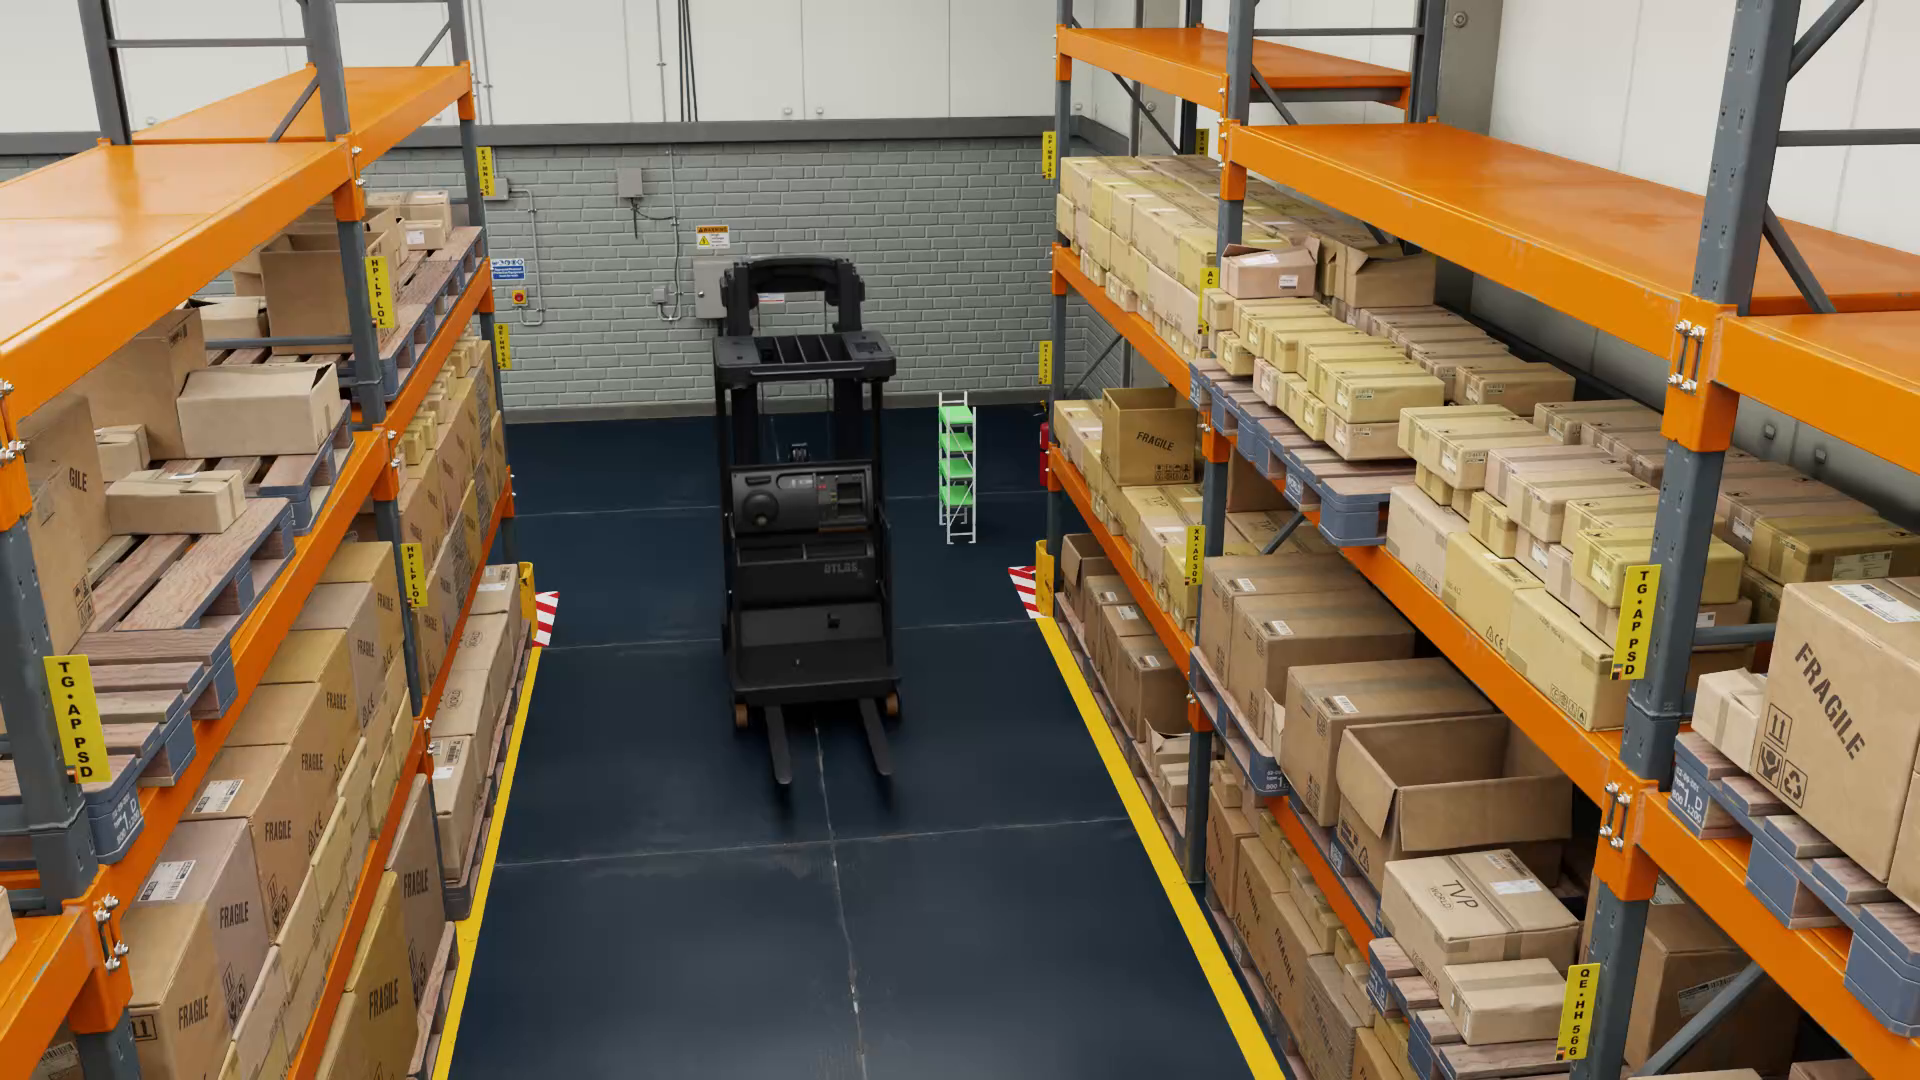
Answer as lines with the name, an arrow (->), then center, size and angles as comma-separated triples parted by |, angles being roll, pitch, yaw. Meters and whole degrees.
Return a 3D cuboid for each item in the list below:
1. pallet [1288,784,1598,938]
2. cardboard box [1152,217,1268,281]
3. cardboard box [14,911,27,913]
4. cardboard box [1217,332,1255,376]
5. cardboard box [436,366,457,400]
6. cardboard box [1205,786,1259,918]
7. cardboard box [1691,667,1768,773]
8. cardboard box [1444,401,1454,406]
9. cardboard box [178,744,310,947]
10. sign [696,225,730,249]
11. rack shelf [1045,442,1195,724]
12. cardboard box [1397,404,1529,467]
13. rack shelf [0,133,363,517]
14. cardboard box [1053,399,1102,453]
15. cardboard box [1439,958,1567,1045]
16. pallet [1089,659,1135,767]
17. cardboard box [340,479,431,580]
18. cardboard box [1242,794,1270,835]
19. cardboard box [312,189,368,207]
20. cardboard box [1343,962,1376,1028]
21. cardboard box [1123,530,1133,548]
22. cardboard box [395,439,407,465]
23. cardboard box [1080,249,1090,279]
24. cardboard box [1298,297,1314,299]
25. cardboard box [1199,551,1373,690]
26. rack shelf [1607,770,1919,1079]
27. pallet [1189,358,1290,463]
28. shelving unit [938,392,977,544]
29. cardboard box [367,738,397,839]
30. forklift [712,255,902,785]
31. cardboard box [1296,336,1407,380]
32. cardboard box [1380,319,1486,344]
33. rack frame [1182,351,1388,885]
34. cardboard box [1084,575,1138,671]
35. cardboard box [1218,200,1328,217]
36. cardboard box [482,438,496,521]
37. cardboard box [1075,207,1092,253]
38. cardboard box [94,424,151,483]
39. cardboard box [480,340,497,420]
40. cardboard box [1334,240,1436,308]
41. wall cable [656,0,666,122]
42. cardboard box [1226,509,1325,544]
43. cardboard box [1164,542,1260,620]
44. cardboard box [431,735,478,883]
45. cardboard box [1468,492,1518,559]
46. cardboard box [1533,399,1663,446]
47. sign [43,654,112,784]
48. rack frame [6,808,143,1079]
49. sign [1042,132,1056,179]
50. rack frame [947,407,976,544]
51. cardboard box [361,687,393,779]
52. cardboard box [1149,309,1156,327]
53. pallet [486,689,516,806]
pallet -> 2.039, 1.257, 6.912 | 1.003, 0.211, 1.213 | -3, 21, -8
cardboard box -> 1.354, -1.591, 9.051 | 0.500, 0.250, 0.500 | -3, 21, -9
cardboard box -> -3.003, 1.234, 5.129 | 0.500, 0.500, 0.500 | -3, 21, -7
cardboard box -> 1.400, -0.861, 7.637 | 0.380, 0.149, 0.250 | -3, 21, -7
cardboard box -> -3.253, -0.944, 10.032 | 0.380, 0.149, 0.250 | -2, 21, -6
cardboard box -> 1.594, 1.608, 8.670 | 0.500, 0.500, 0.500 | -2, 21, -5
cardboard box -> 2.074, 0.437, 4.137 | 0.380, 0.166, 0.250 | -3, 21, -8
cardboard box -> 2.136, -0.529, 6.750 | 0.380, 0.149, 0.250 | -3, 21, -8
cardboard box -> -2.557, 1.042, 5.641 | 0.500, 0.500, 0.500 | -2, 21, -6
sign -> -2.562, -3.140, 17.231 | 0.339, 0.242, 0.001 | -3, 21, -8
rack shelf -> 1.459, 0.100, 10.764 | 1.077, 0.370, 4.000 | -3, 21, -8
cardboard box -> 1.794, -0.374, 5.938 | 0.380, 0.149, 0.250 | -3, 21, -8
rack shelf -> -2.876, -0.887, 5.403 | 1.077, 0.370, 4.000 | -3, 21, -8
cardboard box -> 0.969, -0.828, 12.010 | 0.500, 0.250, 0.500 | -3, 21, -7
cardboard box -> 1.849, 1.553, 5.604 | 0.380, 0.149, 0.250 | -3, 21, -7
pallet -> 1.470, 1.100, 11.043 | 1.003, 0.211, 1.213 | -3, 21, -8
cardboard box -> -2.993, 0.015, 8.392 | 0.500, 0.500, 0.500 | -3, 21, -7
cardboard box -> 1.652, 1.355, 8.420 | 0.380, 0.149, 0.250 | -3, 21, -9
cardboard box -> -3.599, -1.668, 9.296 | 0.500, 0.500, 0.500 | -3, 21, -7
cardboard box -> 1.839, 1.892, 6.983 | 0.380, 0.149, 0.250 | -4, 21, -10
cardboard box -> 1.246, -0.060, 10.523 | 0.380, 0.149, 0.250 | -3, 21, -8
cardboard box -> -3.084, -0.409, 8.599 | 0.380, 0.149, 0.250 | -3, 21, -8
cardboard box -> 1.004, -1.825, 10.960 | 0.380, 0.149, 0.250 | -2, 21, -7
cardboard box -> 1.956, -1.209, 8.741 | 0.500, 0.250, 0.500 | -3, 21, -9
cardboard box -> 1.596, 0.390, 8.215 | 0.700, 0.500, 0.500 | -2, 21, -6
rack shelf -> 2.612, 1.464, 2.823 | 1.077, 0.370, 4.000 | -3, 21, -8
pallet -> 1.772, -0.633, 7.678 | 1.213, 0.211, 1.003 | -3, 21, -8
shelving unit -> -0.024, -0.619, 14.234 | 0.258, 1.200, 0.503 | -3, 21, -8
cardboard box -> -2.778, 1.096, 7.283 | 0.500, 0.250, 0.500 | -3, 21, -9
forklift -> -1.001, -0.268, 10.819 | 1.130, 2.935, 3.031 | -4, 21, -10
cardboard box -> 1.618, -0.738, 6.882 | 0.380, 0.149, 0.250 | -3, 21, -7
cardboard box -> 2.038, -0.852, 7.189 | 0.380, 0.149, 0.250 | -2, 21, -6
rack frame -> 1.747, 0.455, 8.784 | 1.000, 3.000, 0.127 | -3, 21, -8
cardboard box -> 1.250, 0.559, 11.479 | 0.700, 0.500, 0.500 | -2, 21, -6
cardboard box -> 1.794, -1.793, 9.593 | 0.500, 0.250, 0.500 | -3, 21, -8
cardboard box -> -3.352, -0.397, 10.923 | 0.500, 0.500, 0.500 | -3, 21, -9
cardboard box -> 1.058, -2.062, 11.025 | 0.500, 0.250, 0.500 | -3, 21, -7
cardboard box -> -3.328, -0.330, 6.333 | 0.380, 0.166, 0.250 | -4, 21, -11
cardboard box -> -3.436, -1.038, 11.212 | 0.500, 0.500, 0.500 | -2, 21, -6
cardboard box -> 1.930, -1.217, 7.573 | 0.396, 0.266, 0.258 | -3, 21, -8
wall cable -> -4.095, -5.481, 16.103 | 2.355, 3.000, 0.029 | -3, 21, -8
cardboard box -> 1.864, 0.028, 9.718 | 0.500, 0.250, 0.500 | -3, 21, -8
cardboard box -> 1.432, 0.222, 9.198 | 0.500, 0.250, 0.500 | -2, 21, -6
cardboard box -> -3.148, 1.488, 9.082 | 0.875, 0.438, 0.875 | -3, 21, -9
cardboard box -> 1.925, -0.059, 5.519 | 0.380, 0.149, 0.250 | -3, 21, -8
cardboard box -> 2.302, -0.398, 6.001 | 0.380, 0.149, 0.250 | -3, 21, -8
sign -> -2.050, 0.418, 3.859 | 0.100, 0.325, 0.005 | -3, 21, -8
rack frame -> -2.588, 2.092, 4.403 | 1.000, 3.000, 0.127 | -3, 21, -8
sign -> 0.634, -2.717, 11.741 | 0.100, 0.325, 0.005 | -3, 21, -8
rack frame -> 0.011, -0.535, 14.008 | 0.240, 1.200, 0.015 | -3, 21, -8
cardboard box -> -2.781, 0.856, 7.211 | 0.500, 0.250, 0.500 | -2, 21, -6
cardboard box -> 1.300, -1.300, 9.555 | 0.380, 0.149, 0.250 | -2, 21, -6
pallet -> -3.376, 1.323, 10.448 | 1.003, 0.211, 1.213 | -3, 21, -8
